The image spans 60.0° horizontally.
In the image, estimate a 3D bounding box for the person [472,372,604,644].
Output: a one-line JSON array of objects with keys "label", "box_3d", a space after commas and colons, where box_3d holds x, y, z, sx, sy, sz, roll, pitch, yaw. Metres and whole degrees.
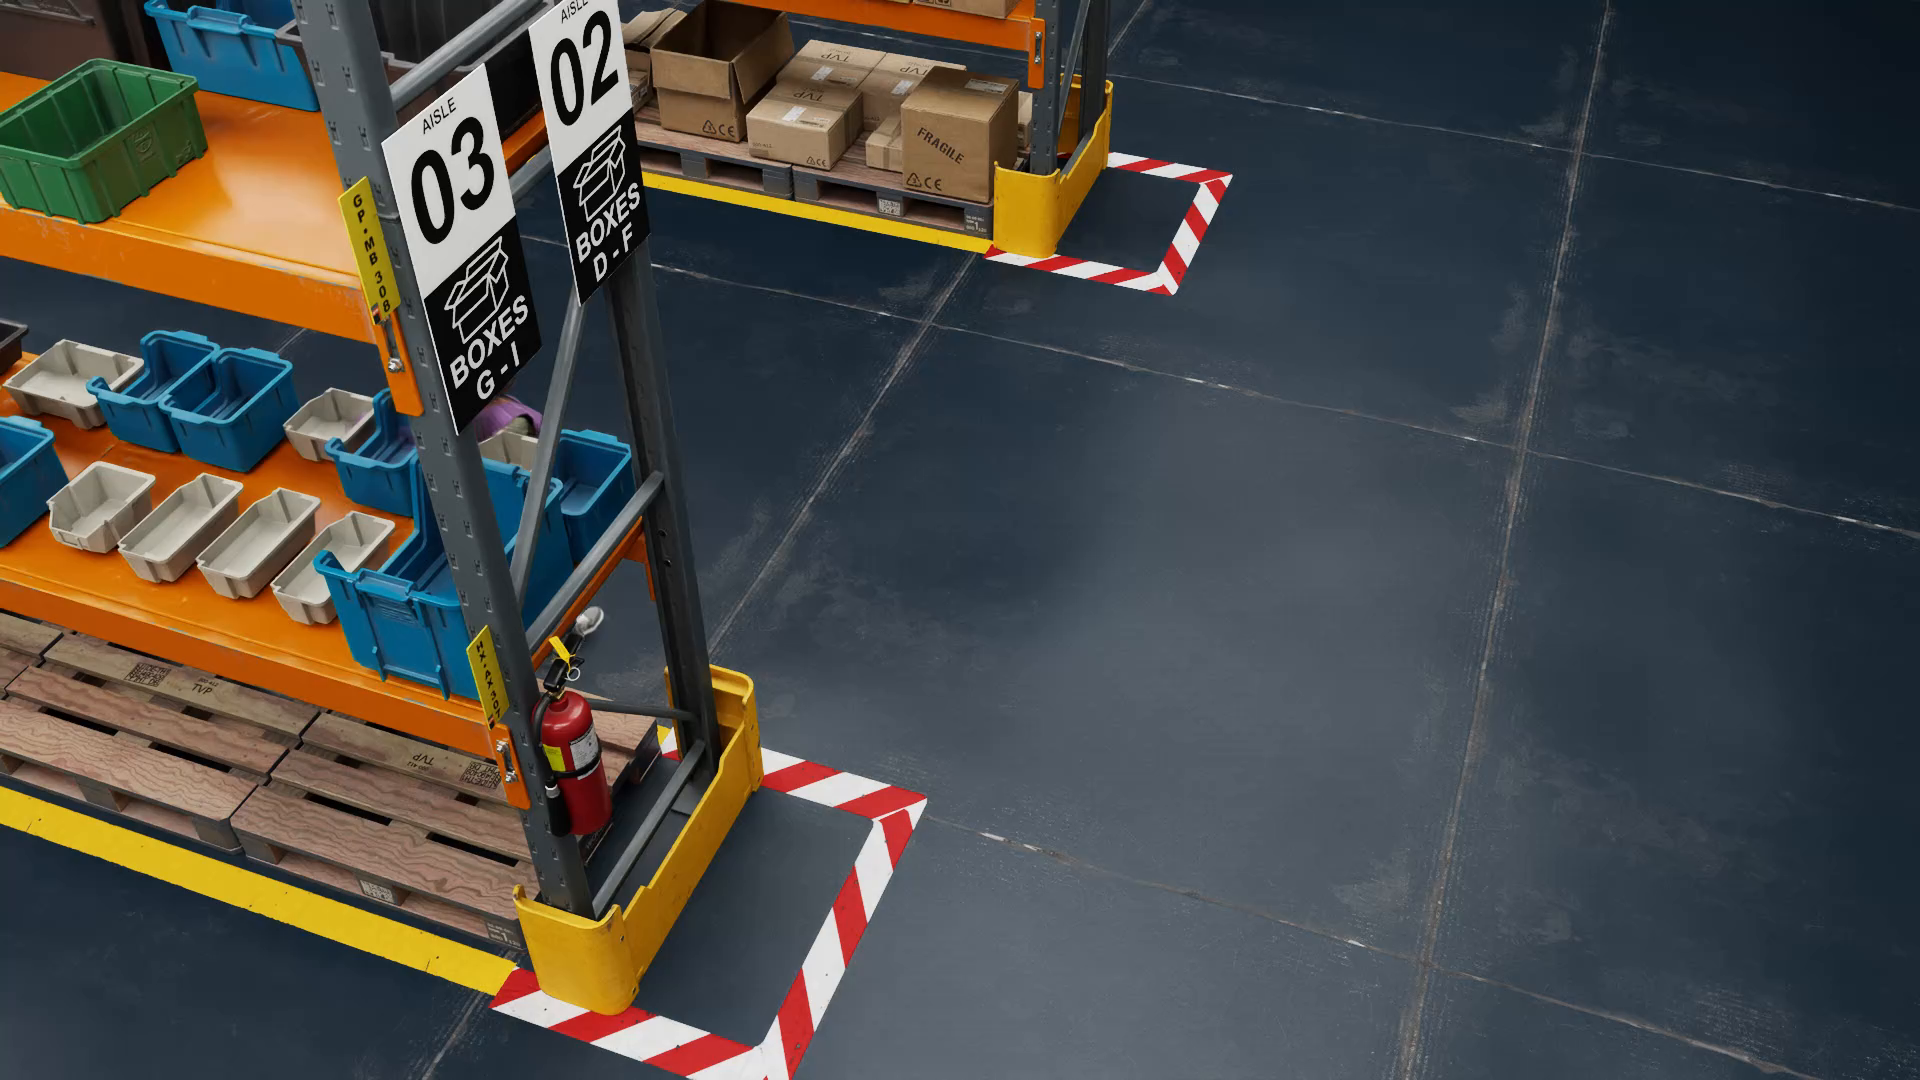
[{"label": "person", "box_3d": [-1.711, -0.104, 6.269, 0.425, 1.572, 0.638, 27, 48, 26]}]
